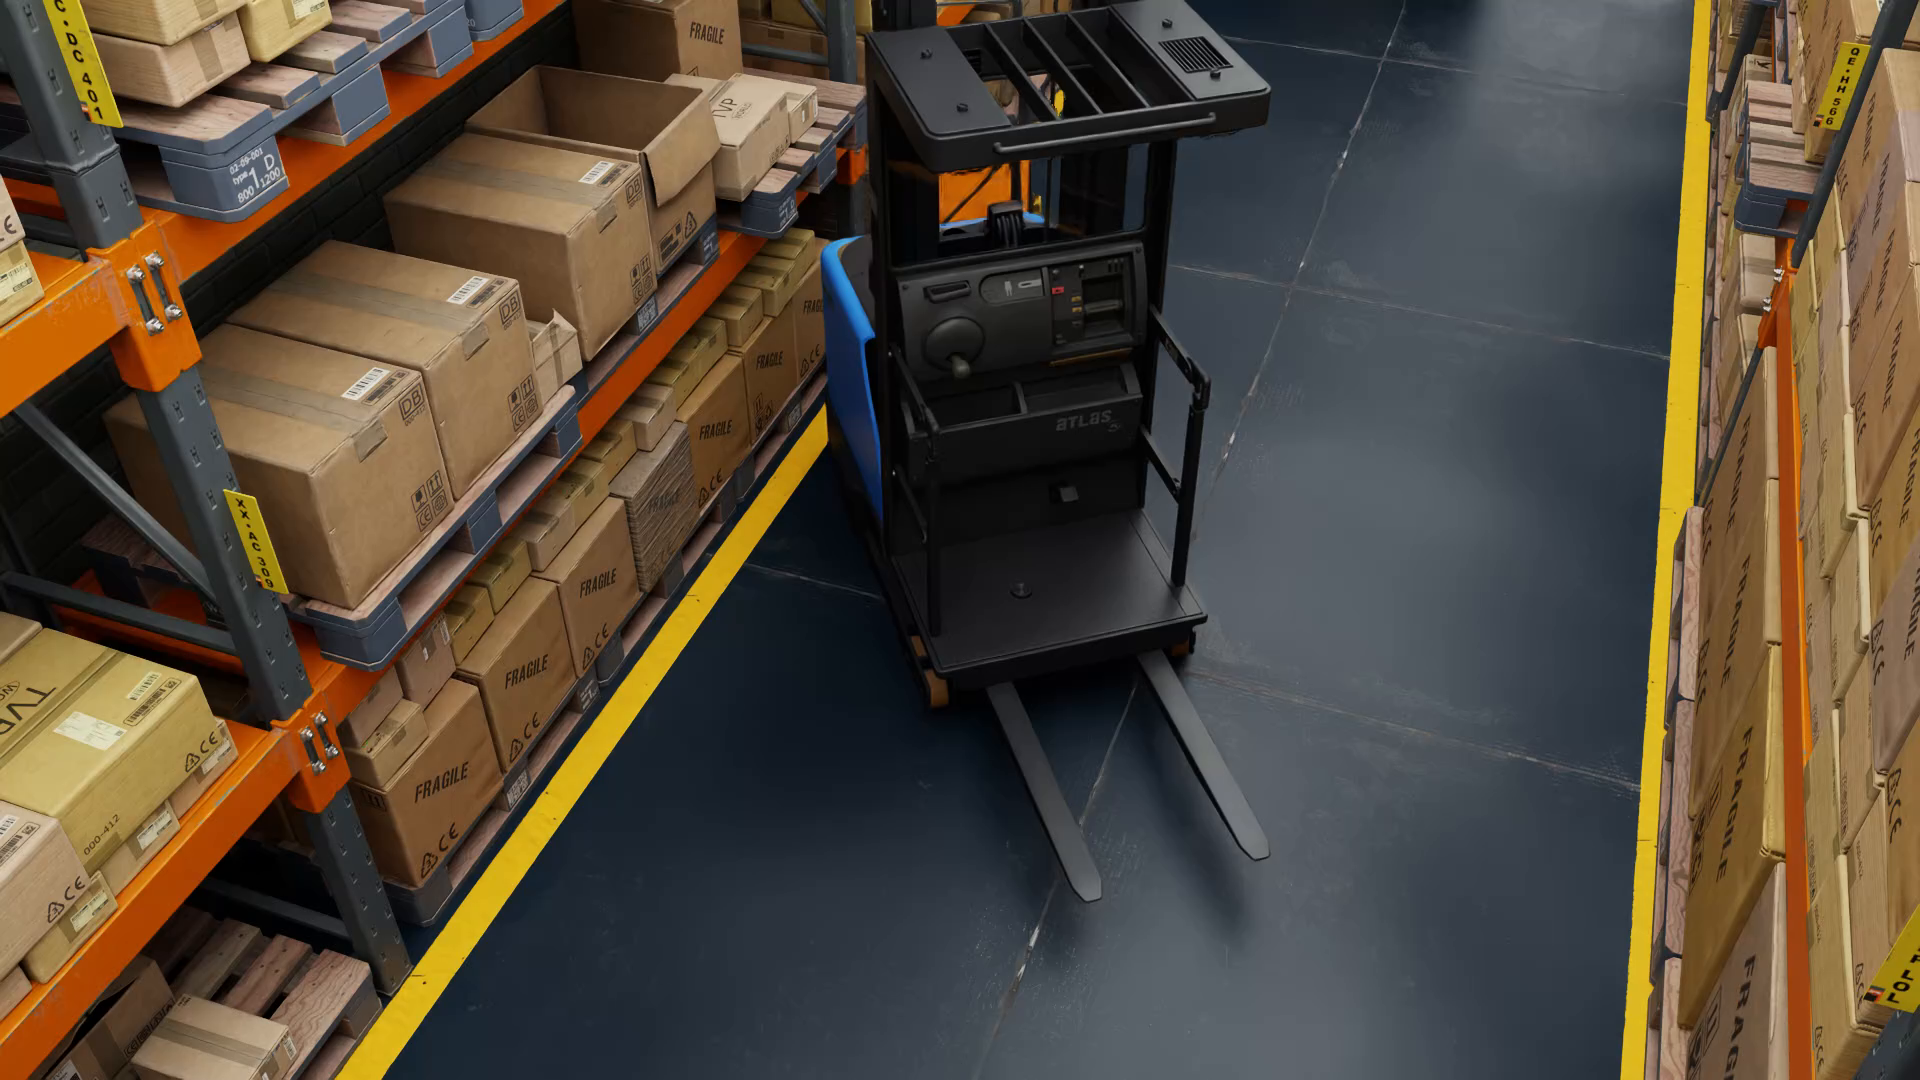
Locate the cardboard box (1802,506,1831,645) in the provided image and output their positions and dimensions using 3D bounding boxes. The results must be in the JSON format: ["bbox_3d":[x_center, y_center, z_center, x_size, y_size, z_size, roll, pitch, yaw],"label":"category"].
[{"bbox_3d":[2.802,0.118,4.916,0.500,0.250,0.500,13,42,15],"label":"cardboard box"}]

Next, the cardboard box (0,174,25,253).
[{"bbox_3d":[-2.248,-0.626,3.248,0.500,0.250,0.500,13,42,15],"label":"cardboard box"}]

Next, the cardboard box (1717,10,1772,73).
[{"bbox_3d":[5.033,-3.093,10.359,0.500,0.250,0.500,15,43,17],"label":"cardboard box"}]

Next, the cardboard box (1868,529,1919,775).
[{"bbox_3d":[2.434,0.257,3.791,0.500,0.500,0.500,14,42,16],"label":"cardboard box"}]

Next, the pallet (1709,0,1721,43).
[{"bbox_3d":[5.695,-3.662,11.380,1.003,0.211,1.213,13,42,15],"label":"pallet"}]

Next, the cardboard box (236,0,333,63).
[{"bbox_3d":[-1.721,-1.266,3.905,0.380,0.149,0.250,14,42,16],"label":"cardboard box"}]

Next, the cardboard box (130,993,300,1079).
[{"bbox_3d":[-2.233,1.551,4.994,0.380,0.149,0.250,12,42,14],"label":"cardboard box"}]

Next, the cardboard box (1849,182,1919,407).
[{"bbox_3d":[2.965,-0.674,4.882,0.500,0.500,0.500,14,43,16],"label":"cardboard box"}]

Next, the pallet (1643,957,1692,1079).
[{"bbox_3d":[2.541,1.894,4.867,1.003,0.211,1.213,13,42,15],"label":"pallet"}]

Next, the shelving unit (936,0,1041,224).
[{"bbox_3d":[0.066,-1.697,7.929,0.587,1.500,1.083,-1,50,5],"label":"shelving unit"}]

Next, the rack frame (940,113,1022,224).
[{"bbox_3d":[0.045,-1.312,7.612,0.500,1.500,0.032,-1,50,5],"label":"rack frame"}]

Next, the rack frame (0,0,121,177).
[{"bbox_3d":[-2.318,-2.061,2.733,1.000,3.000,0.127,13,42,15],"label":"rack frame"}]

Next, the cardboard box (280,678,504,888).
[{"bbox_3d":[-1.941,0.767,5.642,0.500,0.500,0.500,15,43,17],"label":"cardboard box"}]

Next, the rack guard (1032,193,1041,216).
[{"bbox_3d":[0.133,-1.684,8.725,0.587,0.250,0.087,-1,50,5],"label":"rack guard"}]

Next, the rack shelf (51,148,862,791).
[{"bbox_3d":[-1.634,-0.725,6.343,1.077,0.370,4.000,13,42,15],"label":"rack shelf"}]

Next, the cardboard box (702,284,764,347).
[{"bbox_3d":[-1.077,-0.993,7.205,0.380,0.149,0.250,12,42,14],"label":"cardboard box"}]

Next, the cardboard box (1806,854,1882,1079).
[{"bbox_3d":[2.264,1.048,3.826,0.500,0.250,0.500,12,42,14],"label":"cardboard box"}]

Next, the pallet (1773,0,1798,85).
[{"bbox_3d":[4.354,-2.263,7.739,1.003,0.211,1.213,13,42,15],"label":"pallet"}]

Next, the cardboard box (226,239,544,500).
[{"bbox_3d":[-1.765,-0.538,5.169,0.700,0.500,0.500,14,42,16],"label":"cardboard box"}]

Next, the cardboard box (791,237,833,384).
[{"bbox_3d":[-0.893,-1.122,7.856,0.500,0.500,0.500,14,43,16],"label":"cardboard box"}]

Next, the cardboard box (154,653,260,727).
[{"bbox_3d":[-2.463,0.477,5.482,0.380,0.149,0.250,12,42,13],"label":"cardboard box"}]

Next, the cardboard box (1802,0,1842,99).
[{"bbox_3d":[3.776,-2.087,6.755,0.500,0.500,0.500,13,42,14],"label":"cardboard box"}]

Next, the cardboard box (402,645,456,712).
[{"bbox_3d":[-1.923,0.420,5.550,0.380,0.149,0.250,12,42,14],"label":"cardboard box"}]

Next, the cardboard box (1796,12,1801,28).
[{"bbox_3d":[4.062,-2.398,7.620,0.380,0.149,0.250,12,42,14],"label":"cardboard box"}]

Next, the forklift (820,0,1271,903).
[{"bbox_3d":[0.299,-0.749,5.870,1.130,2.935,3.031,-11,42,-13],"label":"forklift"}]

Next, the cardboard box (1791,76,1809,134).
[{"bbox_3d":[3.674,-1.779,6.894,0.380,0.149,0.250,13,42,15],"label":"cardboard box"}]

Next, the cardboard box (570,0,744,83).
[{"bbox_3d":[-1.273,-2.137,7.043,0.500,0.500,0.500,15,43,17],"label":"cardboard box"}]

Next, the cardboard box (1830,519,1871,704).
[{"bbox_3d":[2.605,0.241,4.387,0.500,0.250,0.500,14,43,16],"label":"cardboard box"}]

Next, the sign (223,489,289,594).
[{"bbox_3d":[-1.806,0.008,4.263,0.100,0.325,0.005,13,42,15],"label":"sign"}]

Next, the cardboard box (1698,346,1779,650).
[{"bbox_3d":[3.401,-0.068,6.332,0.875,0.875,0.875,13,42,15],"label":"cardboard box"}]

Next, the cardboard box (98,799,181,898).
[{"bbox_3d":[-2.259,0.731,4.276,0.380,0.149,0.250,14,43,16],"label":"cardboard box"}]

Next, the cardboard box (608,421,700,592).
[{"bbox_3d":[-1.410,-0.178,6.750,0.500,0.500,0.500,12,42,14],"label":"cardboard box"}]

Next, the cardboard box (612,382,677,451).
[{"bbox_3d":[-1.361,-0.514,6.644,0.380,0.149,0.250,11,42,13],"label":"cardboard box"}]

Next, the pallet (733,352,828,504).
[{"bbox_3d":[-1.241,-0.711,7.921,1.003,0.211,1.213,13,42,15],"label":"pallet"}]

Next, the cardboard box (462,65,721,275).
[{"bbox_3d":[-1.335,-1.381,6.154,0.797,0.503,0.637,12,42,14],"label":"cardboard box"}]

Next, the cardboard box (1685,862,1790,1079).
[{"bbox_3d":[2.484,1.573,4.409,0.875,0.875,0.875,15,43,16],"label":"cardboard box"}]

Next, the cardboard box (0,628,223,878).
[{"bbox_3d":[-2.263,0.530,4.204,0.500,0.250,0.500,14,43,16],"label":"cardboard box"}]

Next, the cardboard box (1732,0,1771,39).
[{"bbox_3d":[5.033,-3.378,10.116,0.500,0.500,0.500,13,42,14],"label":"cardboard box"}]

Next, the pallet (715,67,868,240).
[{"bbox_3d":[-1.116,-1.717,7.099,1.213,0.211,1.003,13,42,15],"label":"pallet"}]

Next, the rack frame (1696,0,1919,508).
[{"bbox_3d":[3.715,-1.119,6.251,1.000,3.000,0.127,13,42,15],"label":"rack frame"}]

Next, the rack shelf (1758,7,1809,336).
[{"bbox_3d":[4.399,-2.065,7.914,1.077,0.370,4.000,13,42,15],"label":"rack shelf"}]

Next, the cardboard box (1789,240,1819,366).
[{"bbox_3d":[3.312,-0.819,6.015,0.500,0.250,0.500,13,42,14],"label":"cardboard box"}]

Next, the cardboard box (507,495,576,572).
[{"bbox_3d":[-1.645,-0.054,6.104,0.380,0.149,0.250,13,42,15],"label":"cardboard box"}]

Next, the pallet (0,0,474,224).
[{"bbox_3d":[-2.029,-1.231,4.215,1.213,0.211,1.003,13,42,15],"label":"pallet"}]

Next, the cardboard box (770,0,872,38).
[{"bbox_3d":[-0.546,-2.563,7.673,0.500,0.250,0.500,13,42,15],"label":"cardboard box"}]

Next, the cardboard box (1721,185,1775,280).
[{"bbox_3d":[4.427,-1.535,8.439,0.950,0.372,0.625,15,43,17],"label":"cardboard box"}]

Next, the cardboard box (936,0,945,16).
[{"bbox_3d":[-0.392,-2.684,8.200,0.500,0.250,0.500,12,42,14],"label":"cardboard box"}]

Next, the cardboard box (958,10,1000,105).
[{"bbox_3d":[-0.278,-2.663,9.567,0.875,0.625,0.625,12,42,13],"label":"cardboard box"}]

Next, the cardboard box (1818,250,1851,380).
[{"bbox_3d":[3.132,-0.683,5.470,0.500,0.250,0.500,14,42,16],"label":"cardboard box"}]

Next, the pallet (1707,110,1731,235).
[{"bbox_3d":[4.818,-2.023,9.458,1.003,0.211,1.213,13,42,15],"label":"pallet"}]
